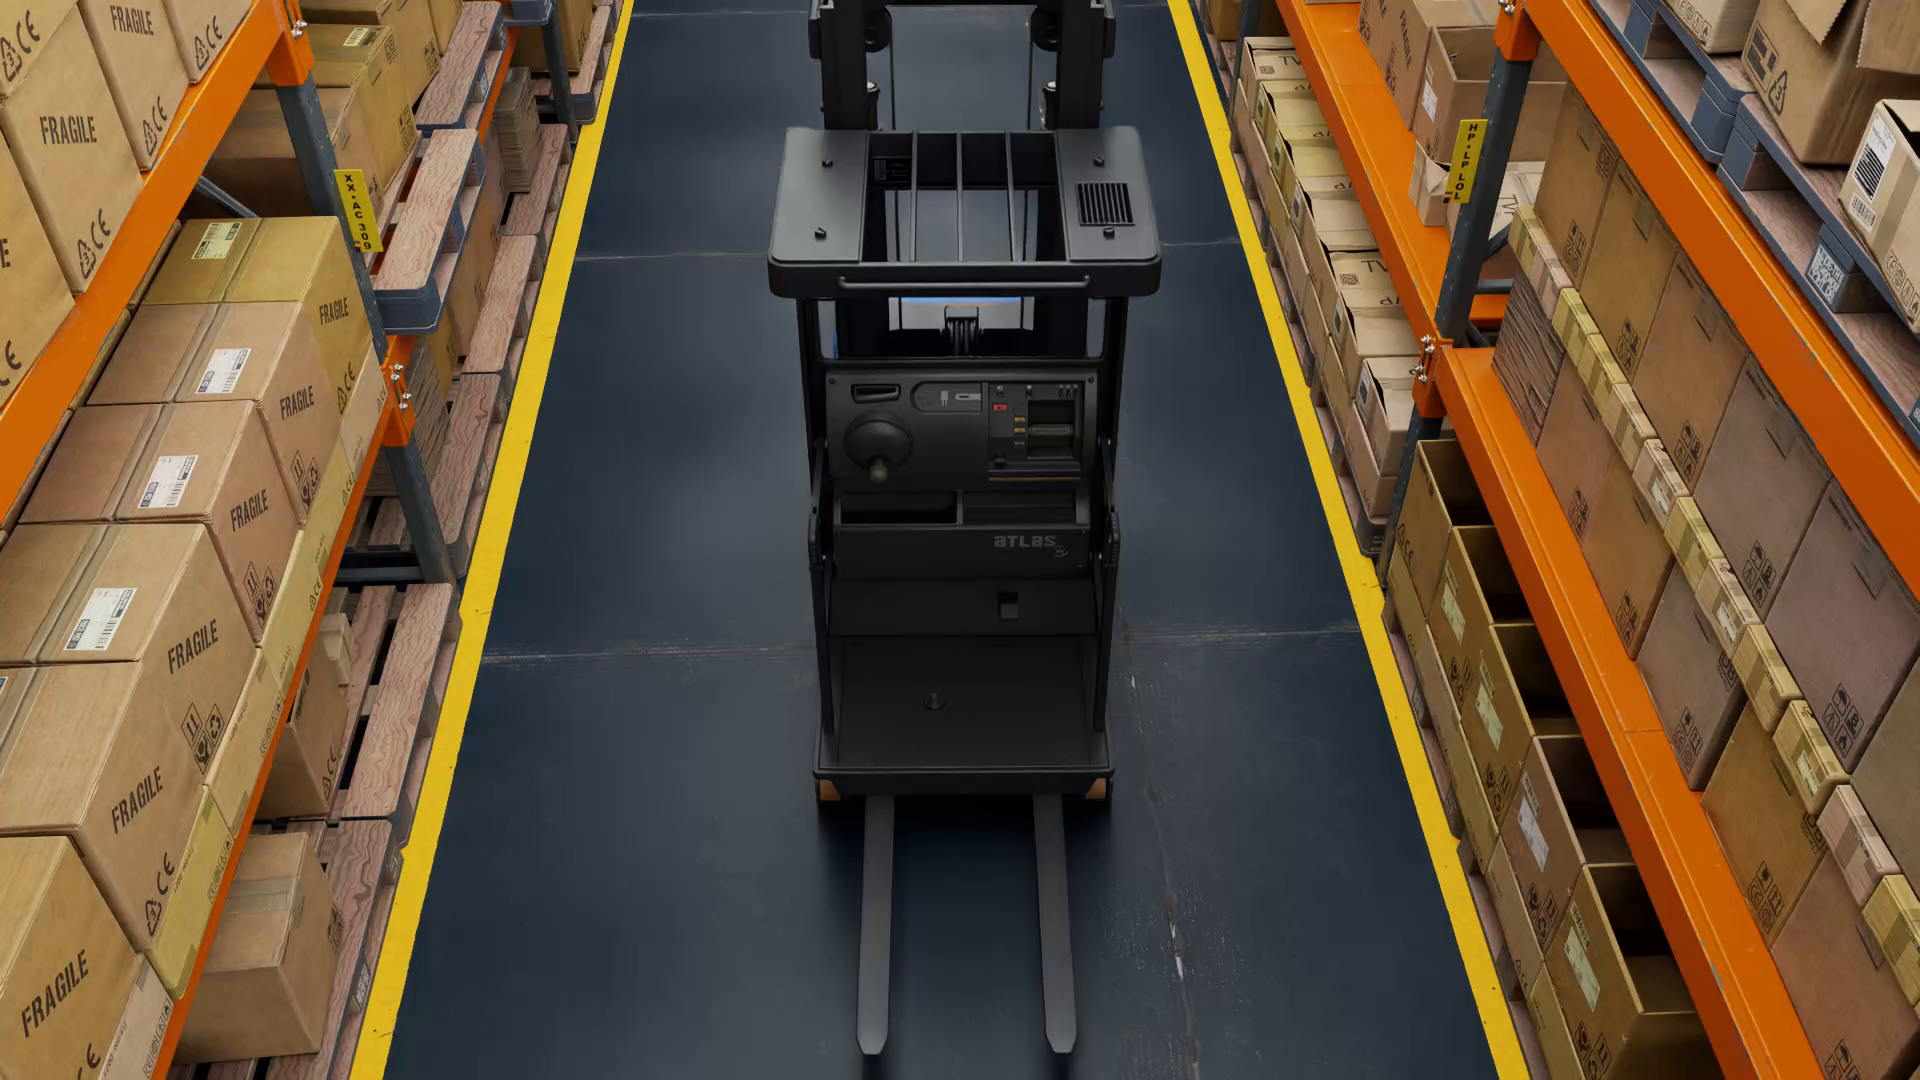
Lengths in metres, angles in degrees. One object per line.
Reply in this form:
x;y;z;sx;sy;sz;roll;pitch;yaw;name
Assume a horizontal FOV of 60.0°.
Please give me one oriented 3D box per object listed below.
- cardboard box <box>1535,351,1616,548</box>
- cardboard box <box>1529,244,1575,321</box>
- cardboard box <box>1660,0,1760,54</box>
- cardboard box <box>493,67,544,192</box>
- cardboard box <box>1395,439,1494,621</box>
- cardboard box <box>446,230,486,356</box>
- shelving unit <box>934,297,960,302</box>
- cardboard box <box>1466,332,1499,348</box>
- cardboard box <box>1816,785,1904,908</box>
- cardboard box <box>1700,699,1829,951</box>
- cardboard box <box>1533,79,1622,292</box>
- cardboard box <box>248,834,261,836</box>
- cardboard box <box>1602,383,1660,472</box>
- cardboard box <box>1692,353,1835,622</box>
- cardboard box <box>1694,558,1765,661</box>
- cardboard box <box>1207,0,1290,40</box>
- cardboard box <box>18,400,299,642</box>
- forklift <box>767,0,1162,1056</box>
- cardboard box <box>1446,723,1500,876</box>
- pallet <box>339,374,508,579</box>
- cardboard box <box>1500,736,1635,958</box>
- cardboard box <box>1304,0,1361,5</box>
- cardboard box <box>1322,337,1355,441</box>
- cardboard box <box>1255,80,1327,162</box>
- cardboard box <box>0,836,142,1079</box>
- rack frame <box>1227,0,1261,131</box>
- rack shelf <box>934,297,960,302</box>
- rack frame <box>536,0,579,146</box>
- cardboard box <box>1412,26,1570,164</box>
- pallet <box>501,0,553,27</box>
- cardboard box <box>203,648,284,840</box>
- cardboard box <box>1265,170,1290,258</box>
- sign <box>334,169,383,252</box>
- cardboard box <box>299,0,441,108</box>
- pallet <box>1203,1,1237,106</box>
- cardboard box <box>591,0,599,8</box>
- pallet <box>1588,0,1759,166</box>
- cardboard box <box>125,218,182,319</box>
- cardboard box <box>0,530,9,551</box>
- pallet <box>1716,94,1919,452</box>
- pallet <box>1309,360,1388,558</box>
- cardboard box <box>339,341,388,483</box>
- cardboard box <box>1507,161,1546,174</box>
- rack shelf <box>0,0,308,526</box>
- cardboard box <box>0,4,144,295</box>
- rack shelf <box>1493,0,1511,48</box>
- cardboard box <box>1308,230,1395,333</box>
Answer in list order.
2.367;-0.329;5.465;0.700;0.500;0.500;-2;43;-2;cardboard box
2.142;-0.867;5.572;0.380;0.149;0.250;-1;43;-1;cardboard box
2.094;-1.515;4.264;0.500;0.311;0.500;-4;43;-4;cardboard box
-2.723;-2.259;9.169;0.700;0.500;0.500;-1;43;-1;cardboard box
2.020;-0.043;6.396;0.500;0.500;0.500;-2;43;-2;cardboard box
-2.737;-1.233;8.049;0.700;0.500;0.500;-1;43;-1;cardboard box
-0.006;-0.723;7.412;0.215;1.050;0.252;0;43;0;shelving unit
2.528;-0.920;7.492;0.500;0.311;0.500;-2;43;-2;cardboard box
2.244;0.705;3.856;0.380;0.149;0.250;-1;43;-1;cardboard box
2.434;0.711;4.330;0.700;0.500;0.500;-1;43;-2;cardboard box
2.338;-1.163;5.415;0.700;0.500;0.500;-1;43;-2;cardboard box
-2.588;1.166;5.692;0.380;0.149;0.250;-5;43;-5;cardboard box
2.176;-0.347;5.004;0.380;0.149;0.250;-3;43;-3;cardboard box
2.402;-0.147;4.306;0.700;0.500;0.500;-2;43;-2;cardboard box
2.208;0.177;4.432;0.380;0.149;0.250;-2;43;-2;cardboard box
1.869;-3.513;10.537;0.500;0.500;0.500;0;43;0;cardboard box
-2.269;-0.044;4.769;0.500;0.500;0.500;-3;43;-3;cardboard box
0.010;-0.305;5.564;1.130;2.935;3.031;0;43;0;forklift
2.062;0.909;5.913;0.500;0.250;0.500;-2;43;-2;cardboard box
-2.670;-0.300;7.571;1.003;0.211;1.213;-2;43;-2;pallet
2.086;0.970;5.291;0.500;0.500;0.500;-2;43;-2;cardboard box
1.988;-3.006;8.525;0.500;0.311;0.500;-2;43;-2;cardboard box
1.986;-0.702;7.670;0.500;0.250;0.500;-2;43;-2;cardboard box
1.903;-2.279;8.976;0.500;0.311;0.500;-3;43;-3;cardboard box
-2.197;1.004;3.625;0.500;0.500;0.500;-2;43;-2;cardboard box
2.143;-3.648;9.159;1.000;3.000;0.127;-2;43;-2;rack frame
-0.006;-0.925;7.227;0.215;0.259;0.240;0;43;0;rack shelf
-2.806;-3.503;9.002;1.000;3.000;0.127;-2;43;-2;rack frame
2.274;-1.859;7.134;0.500;0.500;0.500;1;43;1;cardboard box
-2.669;-2.954;8.545;1.213;0.211;1.003;-2;43;-2;pallet
-2.241;0.571;4.653;0.500;0.250;0.500;-1;43;-1;cardboard box
1.922;-1.737;8.799;0.500;0.250;0.500;-3;43;-3;cardboard box
-2.094;-1.143;5.786;0.100;0.325;0.005;-2;43;-2;sign
-2.699;-2.167;7.145;0.700;0.500;0.500;4;43;4;cardboard box
2.149;-3.125;10.653;1.003;0.211;1.213;-2;43;-2;pallet
-2.737;-3.957;10.777;0.750;0.750;0.750;-2;43;-2;cardboard box
2.375;-1.445;4.602;1.003;0.211;1.213;-2;43;-2;pallet
-2.825;-0.708;5.493;0.500;0.500;0.500;-3;43;-3;cardboard box
-2.758;0.328;4.363;0.500;0.500;0.500;-1;43;-1;cardboard box
2.424;-0.624;3.706;1.003;0.211;1.213;-2;43;-2;pallet
2.243;-0.416;7.697;1.003;0.211;1.213;-2;43;-2;pallet
-2.313;-0.444;5.760;0.500;0.250;0.500;-2;43;-2;cardboard box
2.480;-1.459;6.957;0.380;0.149;0.250;-2;43;-2;cardboard box
-2.551;-0.293;3.812;1.077;0.370;4.000;-2;43;-2;rack shelf
-2.297;-0.904;3.857;0.500;0.500;0.500;-3;43;-3;cardboard box
2.228;-3.138;6.916;1.077;0.370;4.000;-2;43;-2;rack shelf
1.962;-1.249;7.851;0.500;0.311;0.500;-2;43;-2;cardboard box
